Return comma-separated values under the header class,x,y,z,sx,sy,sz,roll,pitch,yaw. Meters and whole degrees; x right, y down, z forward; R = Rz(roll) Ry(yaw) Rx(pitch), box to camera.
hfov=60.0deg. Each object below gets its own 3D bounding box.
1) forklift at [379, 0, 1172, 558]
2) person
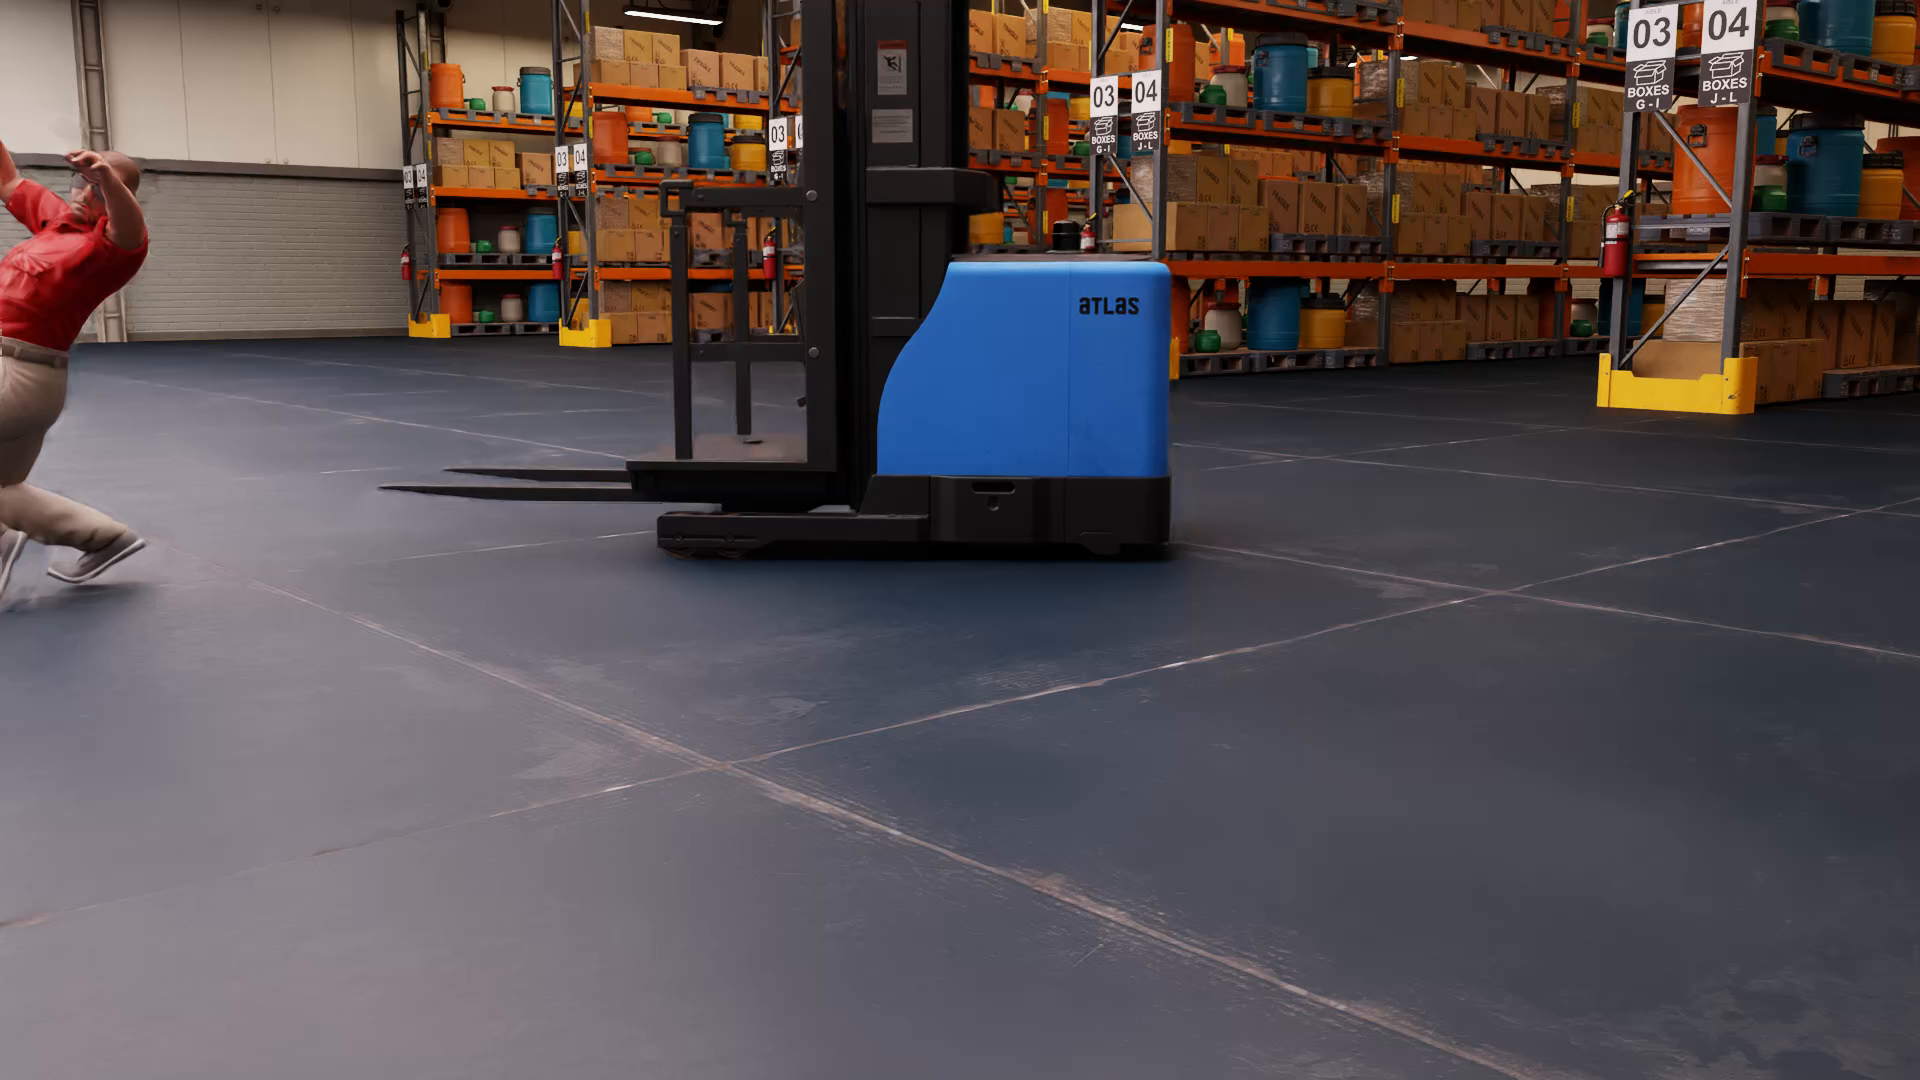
class,x,y,z,sx,sy,sz,roll,pitch,yaw
forklift,-0.702,-1.462,6.403,3.031,2.935,1.130,1,9,5
person,-2.907,-0.574,5.079,0.816,1.666,1.114,-5,10,-28
